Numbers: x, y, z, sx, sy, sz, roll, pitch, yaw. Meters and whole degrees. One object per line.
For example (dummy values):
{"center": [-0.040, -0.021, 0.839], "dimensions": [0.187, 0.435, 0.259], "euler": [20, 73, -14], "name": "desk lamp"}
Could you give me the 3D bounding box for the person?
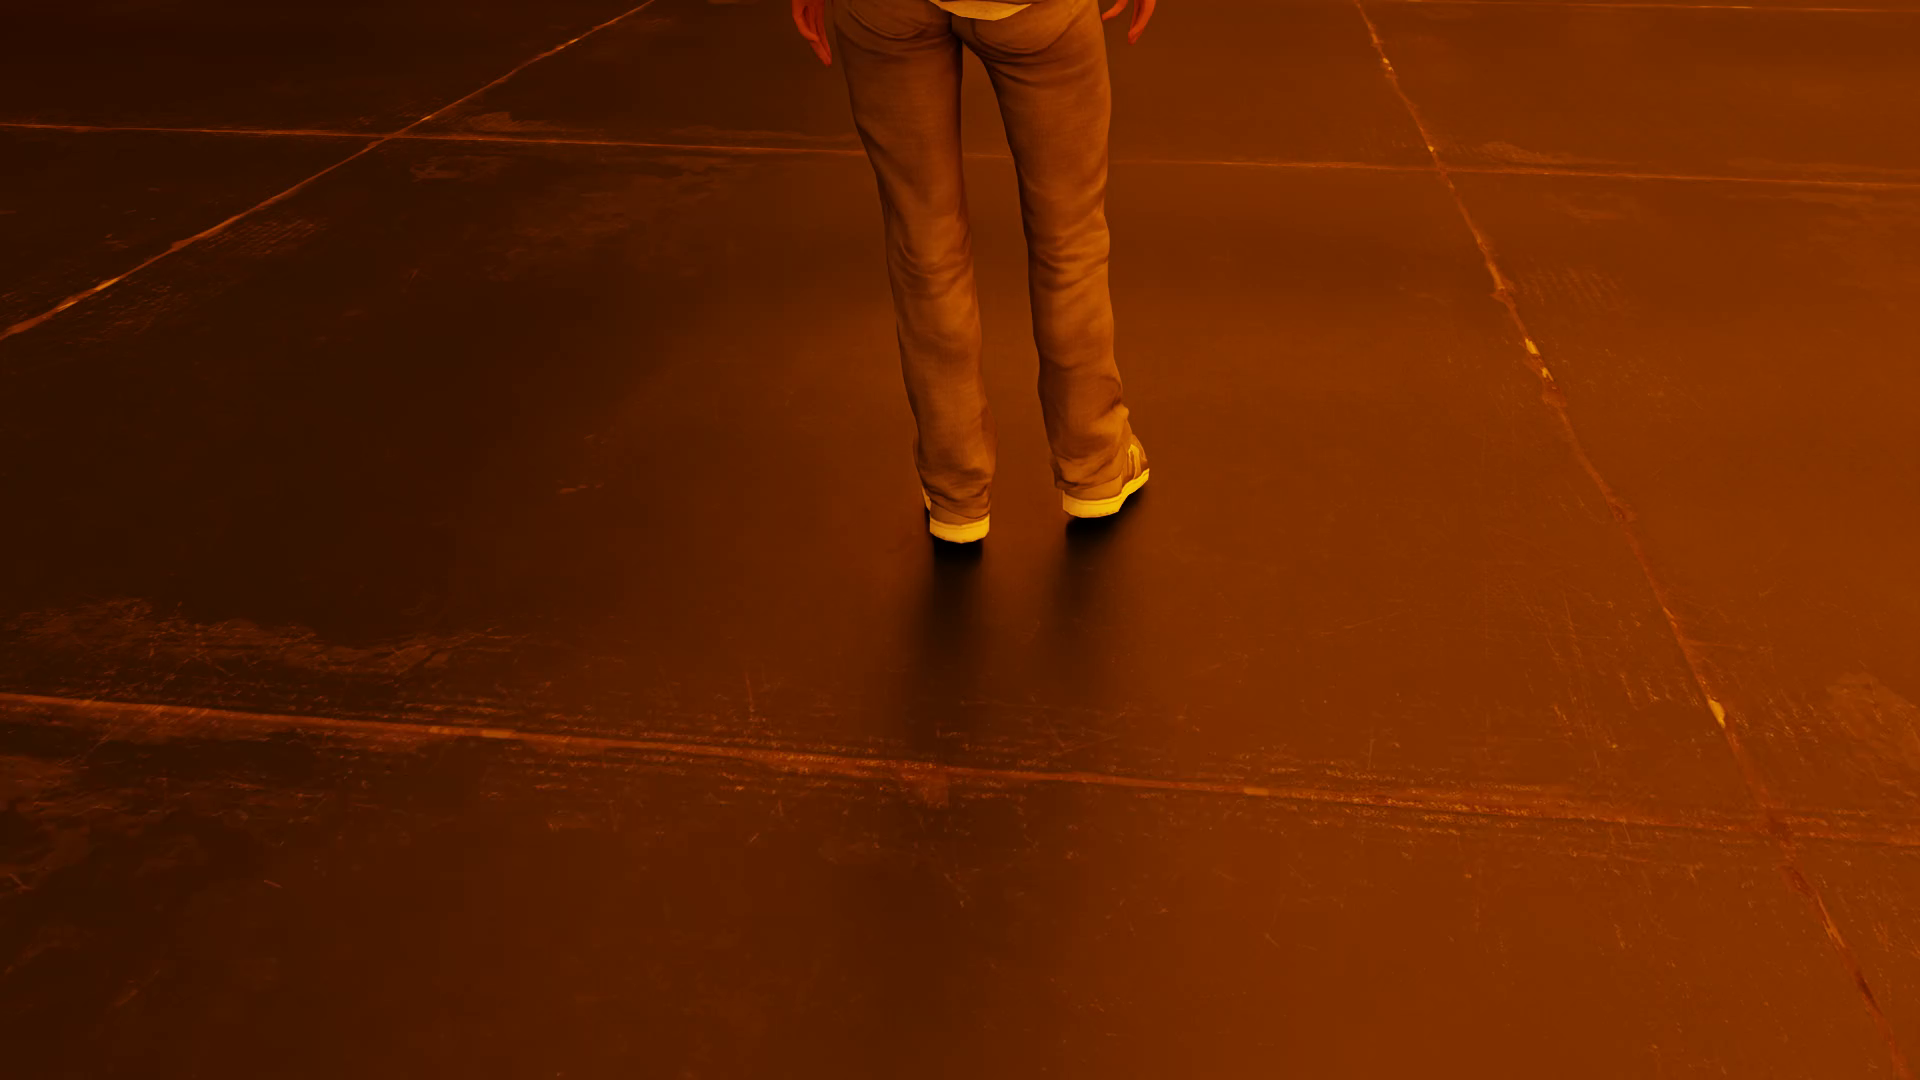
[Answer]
{"center": [0.024, -0.753, 2.204], "dimensions": [0.521, 1.596, 0.475], "euler": [3, 27, 7], "name": "person"}
